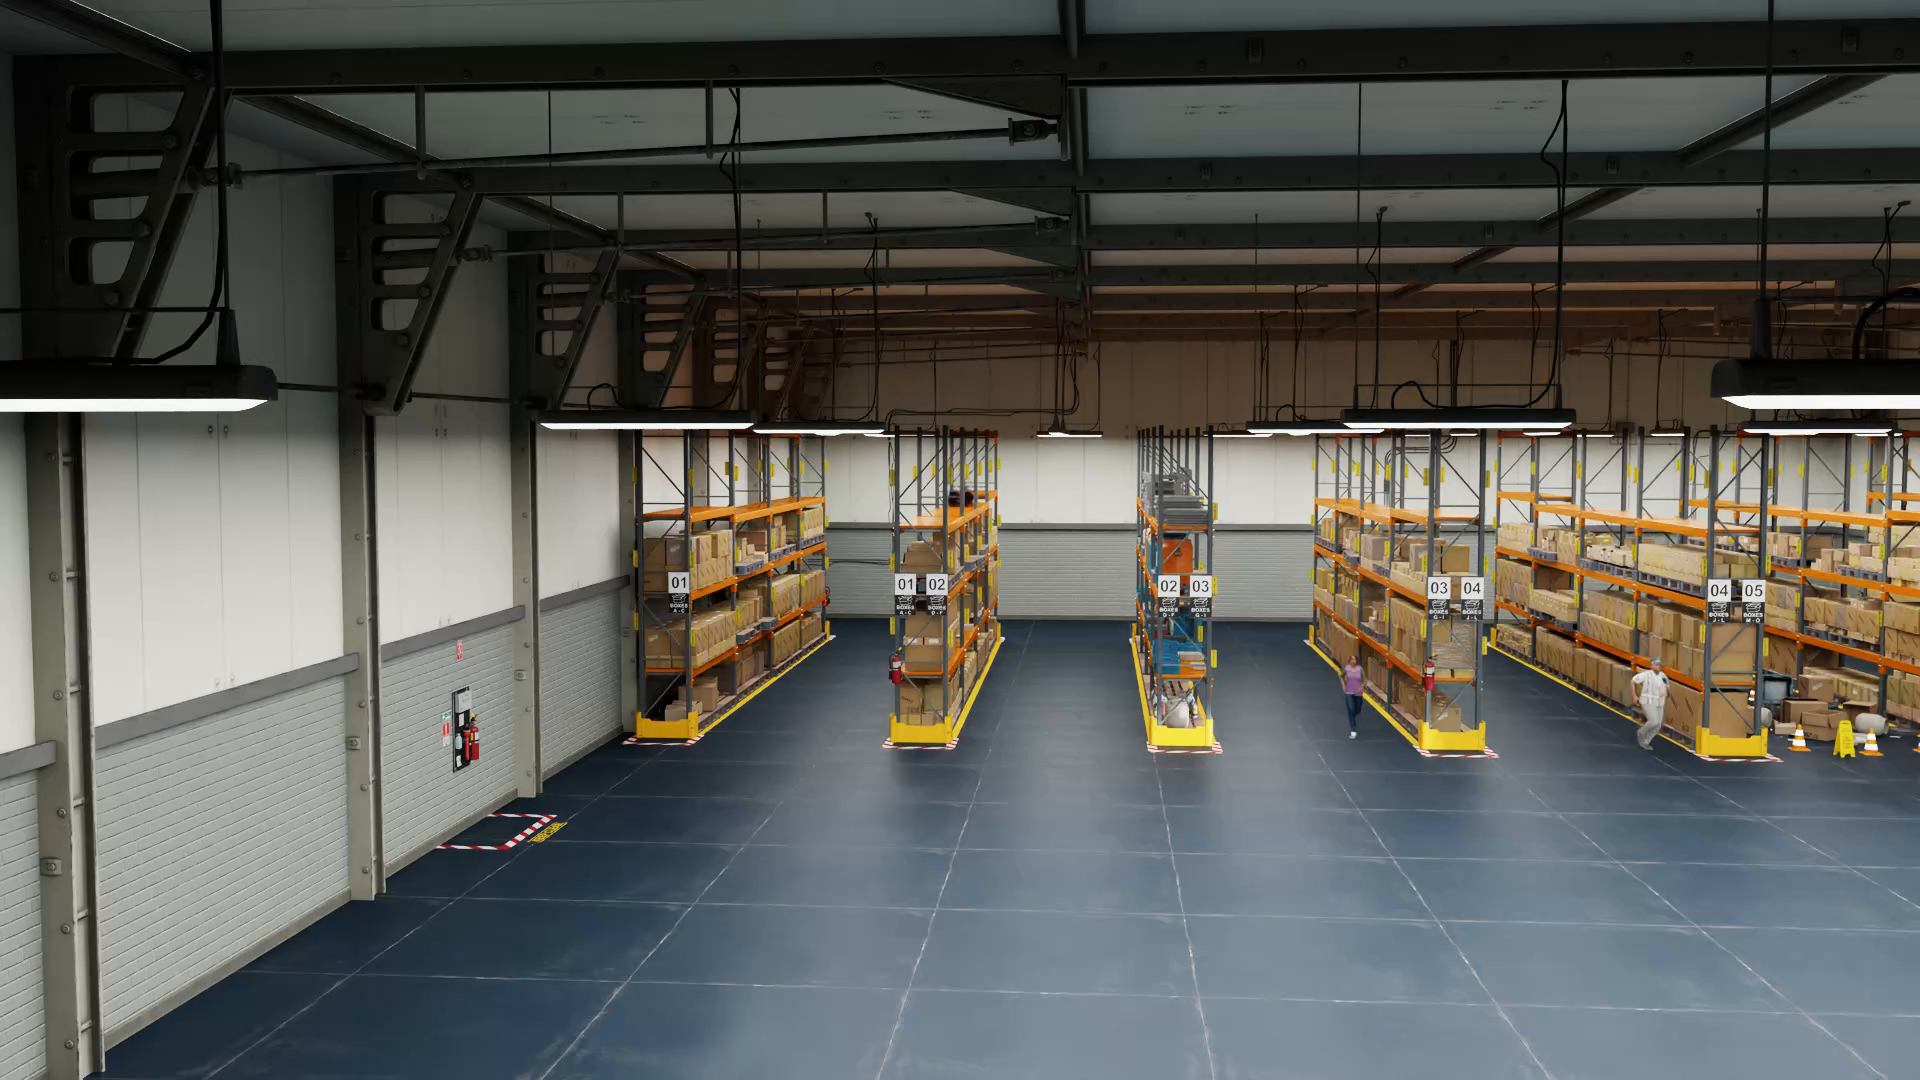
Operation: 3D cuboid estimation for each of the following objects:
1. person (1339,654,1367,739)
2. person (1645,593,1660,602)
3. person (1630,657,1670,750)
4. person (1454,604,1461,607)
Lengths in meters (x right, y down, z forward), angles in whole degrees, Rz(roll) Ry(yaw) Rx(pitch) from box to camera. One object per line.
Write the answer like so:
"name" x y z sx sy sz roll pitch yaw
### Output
"person" 7.652 3.008 32.335 0.511 1.585 0.995 0 3 5
"person" 19.710 2.014 47.314 0.724 1.726 0.704 0 3 3
"person" 12.800 3.011 30.700 0.659 1.730 0.580 -1 4 -17
"person" 13.580 2.165 45.581 0.584 1.712 0.679 1 4 13
